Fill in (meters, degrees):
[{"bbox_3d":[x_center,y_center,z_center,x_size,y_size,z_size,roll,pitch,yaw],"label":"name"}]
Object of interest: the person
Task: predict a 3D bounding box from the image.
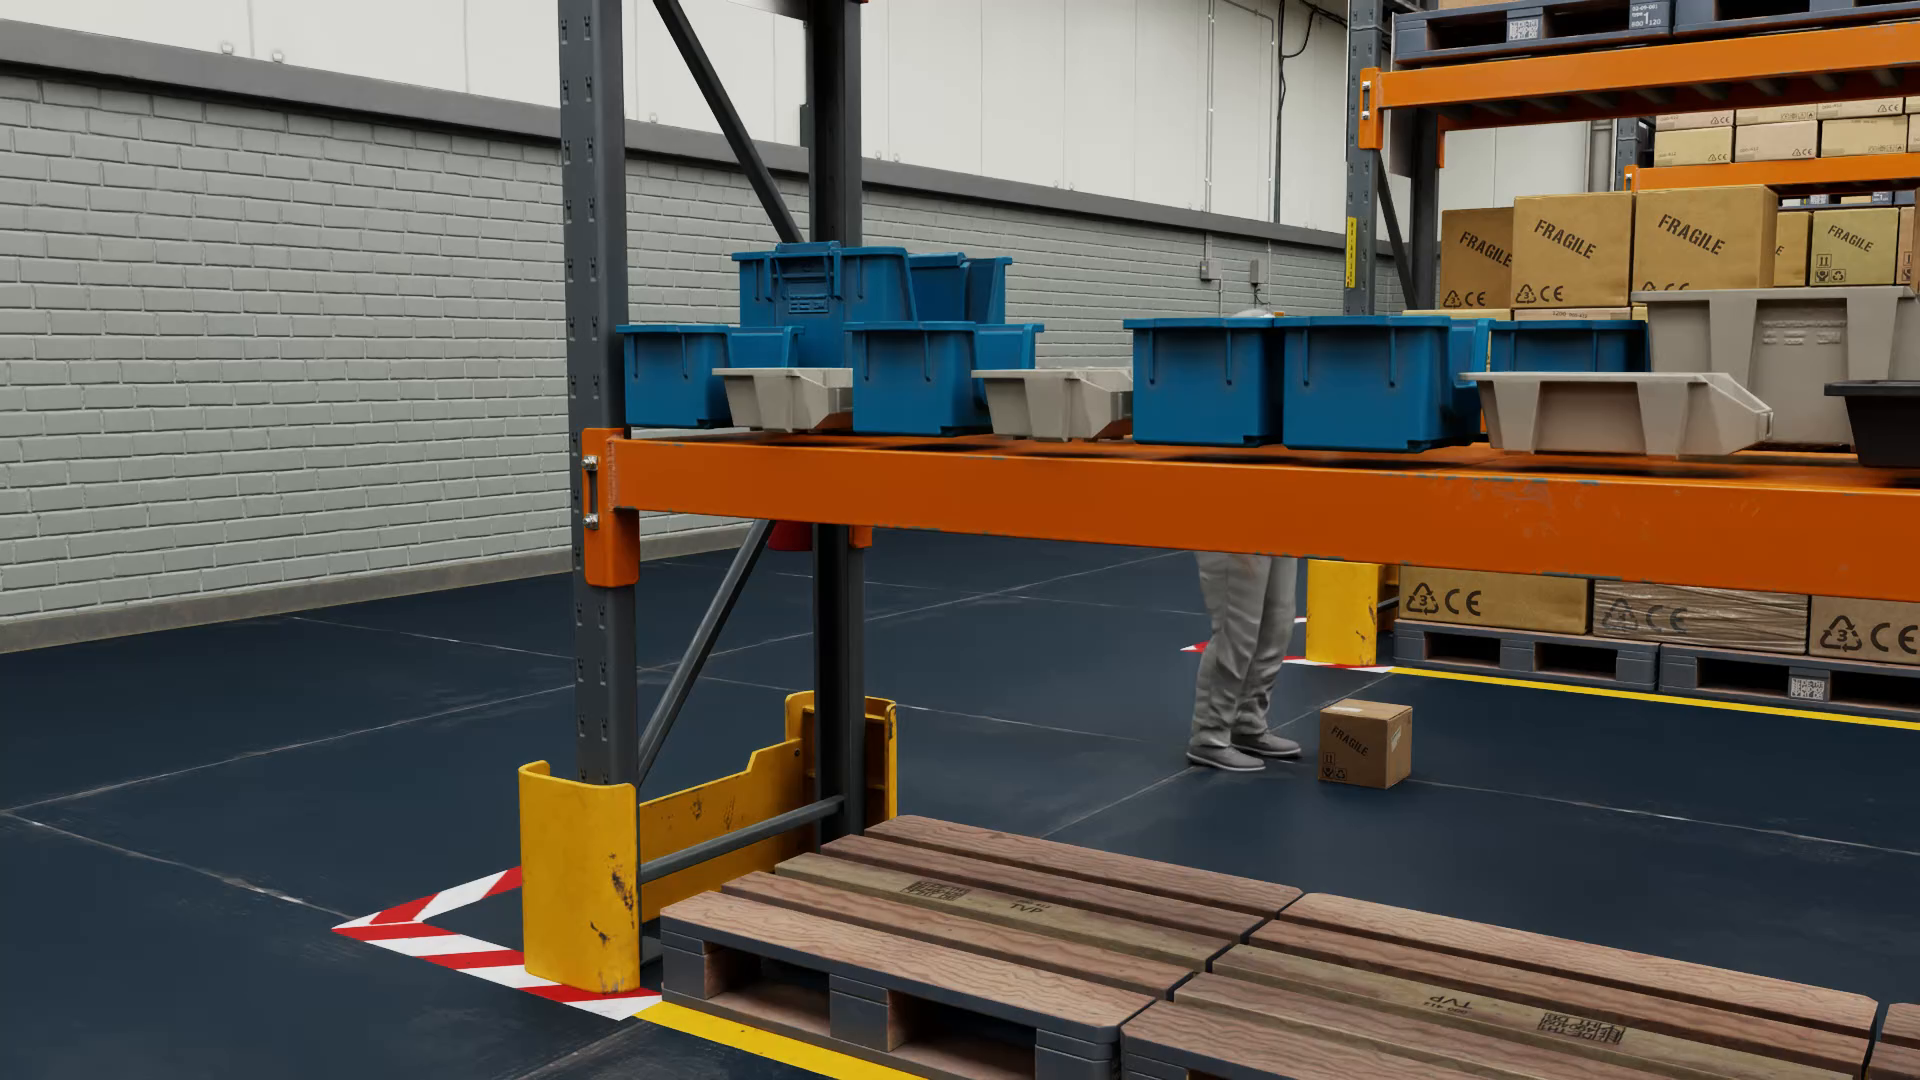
[{"bbox_3d":[1.069,-0.004,6.092,0.390,1.665,0.467,5,8,35],"label":"person"}]
